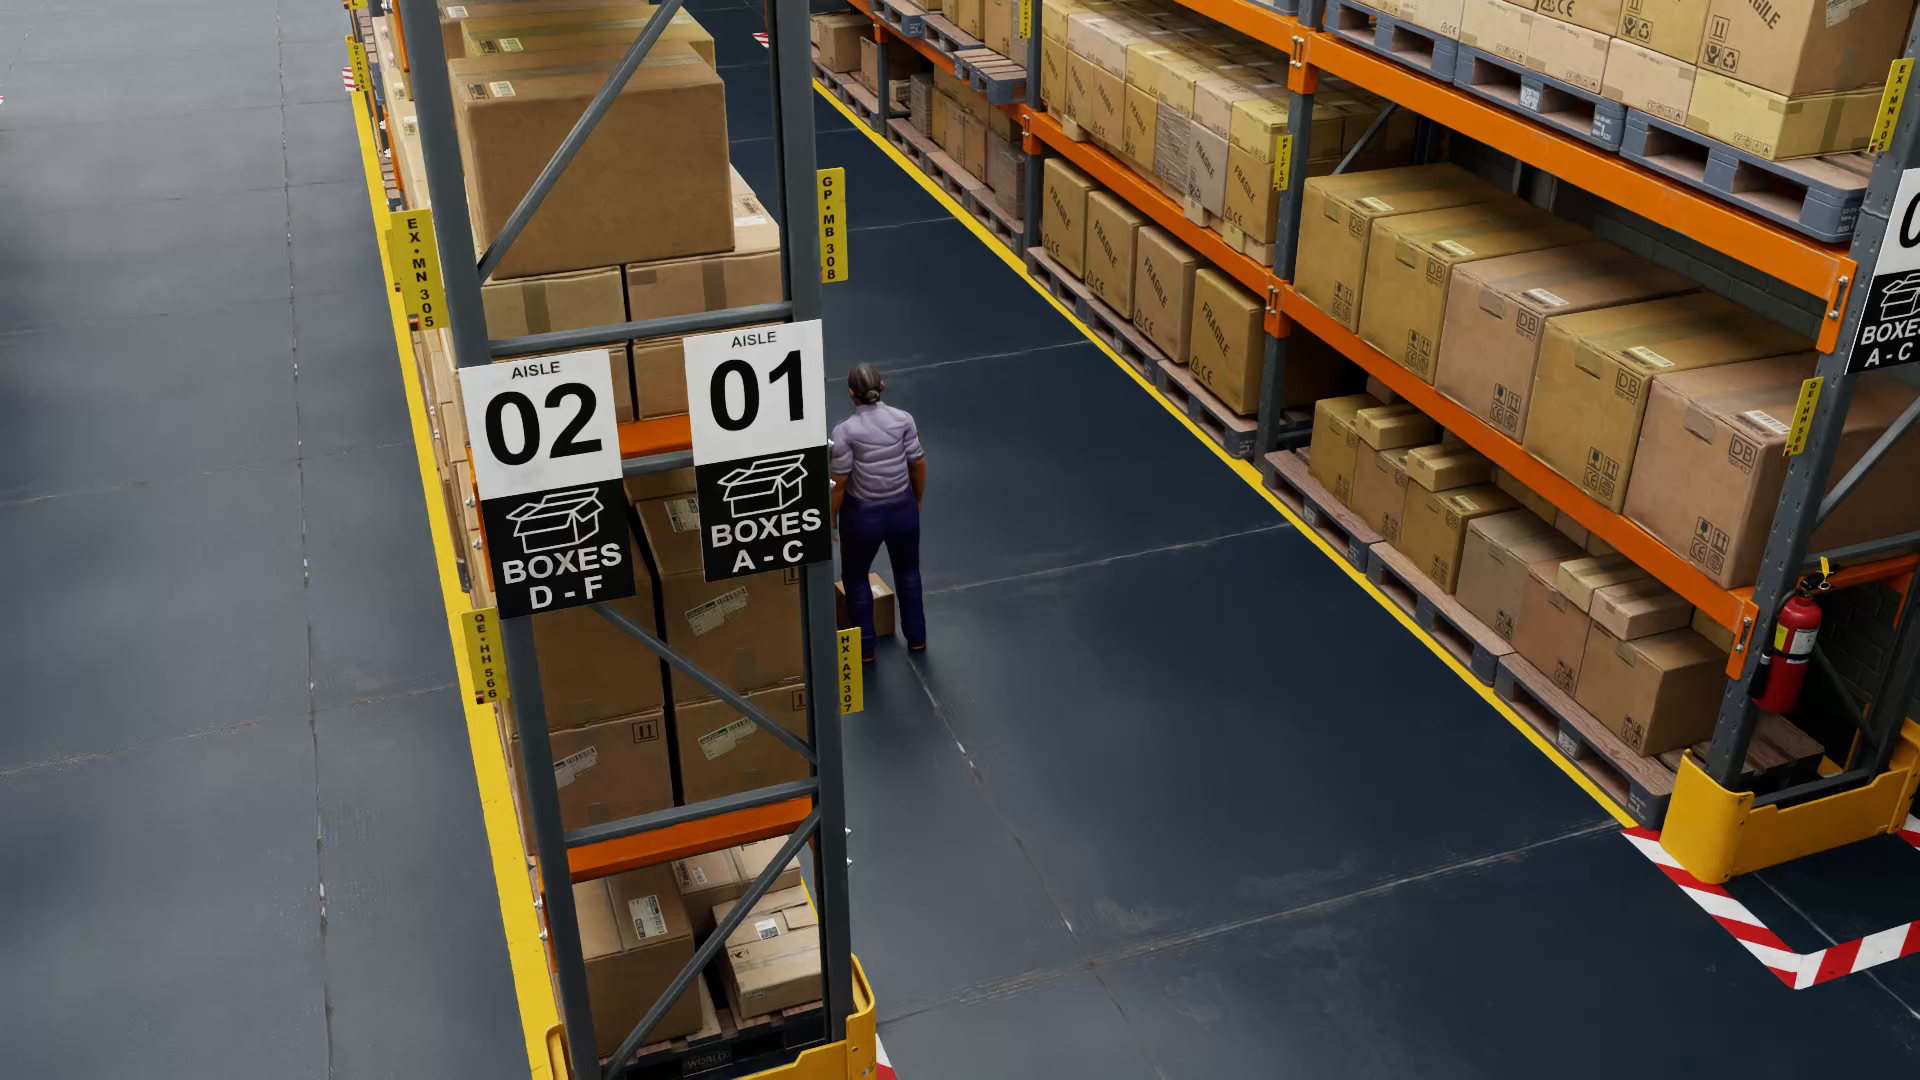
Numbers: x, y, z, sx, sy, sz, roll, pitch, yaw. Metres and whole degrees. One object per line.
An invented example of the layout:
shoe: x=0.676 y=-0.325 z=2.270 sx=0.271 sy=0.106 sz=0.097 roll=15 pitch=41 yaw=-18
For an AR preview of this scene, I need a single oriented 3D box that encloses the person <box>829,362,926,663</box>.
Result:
person: x=-0.416 y=-0.127 z=8.565 sx=0.559 sy=1.652 sz=0.364 roll=-12 pitch=32 yaw=-19
